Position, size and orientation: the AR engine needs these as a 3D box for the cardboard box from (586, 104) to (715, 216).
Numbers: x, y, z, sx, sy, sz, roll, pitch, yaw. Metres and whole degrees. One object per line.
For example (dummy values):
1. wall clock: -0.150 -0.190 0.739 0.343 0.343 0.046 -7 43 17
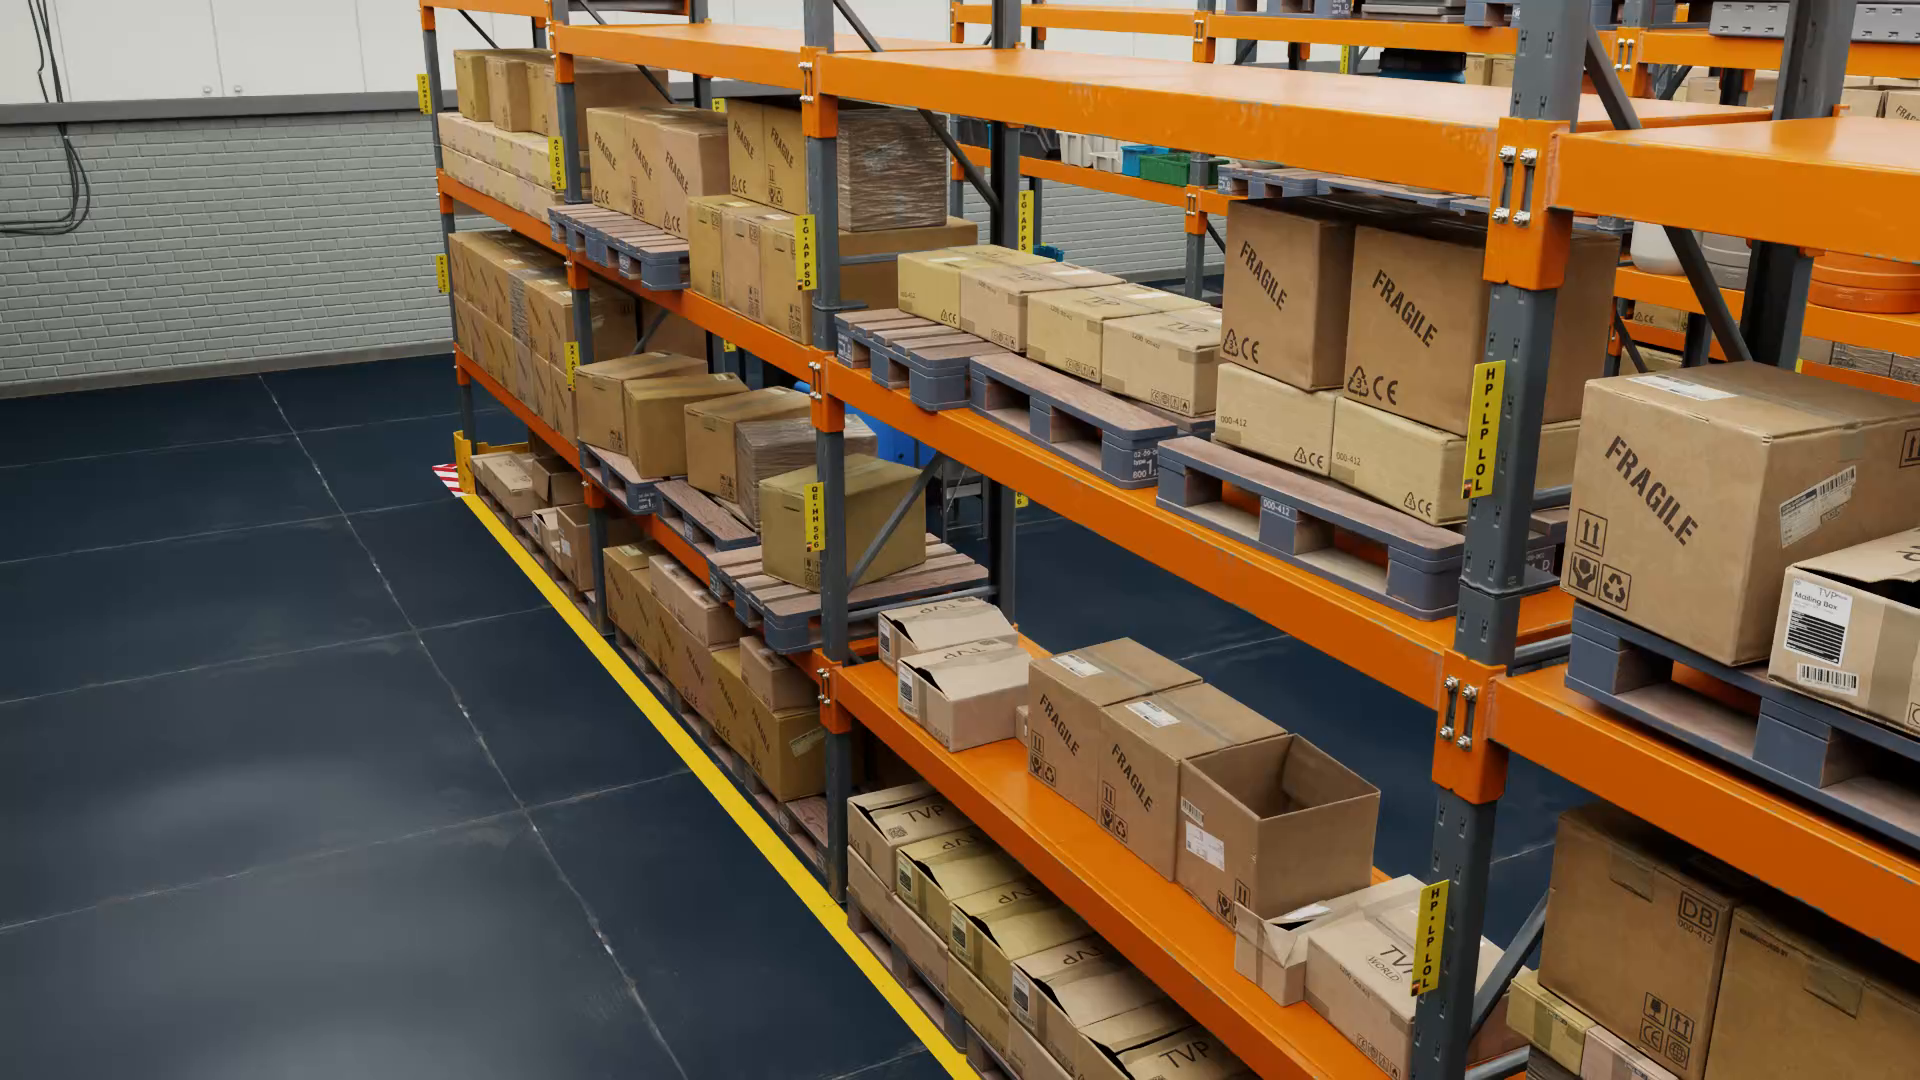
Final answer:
1. cardboard box: -1.920 -2.385 10.395 0.600 0.600 0.600 -12 23 -32

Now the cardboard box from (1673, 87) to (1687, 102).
1. cardboard box: 9.128 -5.429 20.398 0.500 0.250 0.500 -9 21 -25

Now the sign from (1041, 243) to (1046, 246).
1. sign: 0.844 -2.911 17.220 0.100 0.325 0.005 -10 21 -27

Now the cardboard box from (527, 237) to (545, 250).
1. cardboard box: -3.300 -2.268 13.919 0.500 0.500 0.500 -9 21 -25

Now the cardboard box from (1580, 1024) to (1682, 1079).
1. cardboard box: 1.781 1.292 4.141 0.380 0.149 0.250 -10 21 -26

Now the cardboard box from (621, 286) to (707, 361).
1. cardboard box: -2.070 -1.529 11.777 0.500 0.500 0.500 -9 21 -25

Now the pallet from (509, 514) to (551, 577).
1. pallet: -3.003 -0.059 13.481 1.003 0.211 1.213 -10 21 -27

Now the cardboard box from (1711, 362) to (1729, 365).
1. cardboard box: 7.372 -1.120 14.893 1.225 0.875 0.875 -11 22 -29

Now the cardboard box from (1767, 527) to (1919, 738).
1. cardboard box: 1.968 0.167 3.230 0.500 0.311 0.500 -11 22 -30

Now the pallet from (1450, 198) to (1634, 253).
1. pallet: 3.889 -2.011 10.552 1.003 0.211 1.213 -10 21 -27

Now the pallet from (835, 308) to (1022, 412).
1. pallet: 0.206 -0.829 7.127 1.213 0.211 1.003 -9 21 -24

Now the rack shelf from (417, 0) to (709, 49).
1. rack shelf: -3.044 -3.898 12.241 1.077 0.370 4.000 -10 21 -27

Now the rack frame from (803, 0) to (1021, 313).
1. rack frame: -0.195 -2.517 7.131 1.000 3.000 0.127 -10 21 -27

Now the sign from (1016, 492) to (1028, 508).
1. sign: 0.292 -0.316 8.173 0.100 0.325 0.005 -10 21 -27

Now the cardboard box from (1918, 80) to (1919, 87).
1. cardboard box: 10.596 -4.779 17.747 0.500 0.250 0.500 -11 22 -29

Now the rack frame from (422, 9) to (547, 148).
1. rack frame: -3.994 -4.814 13.787 1.000 3.000 0.127 -10 21 -27

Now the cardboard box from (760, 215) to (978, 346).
1. cardboard box: -0.431 -1.267 7.952 0.910 0.500 0.500 -10 21 -27

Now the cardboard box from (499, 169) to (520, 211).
1. cardboard box: -3.032 -2.563 12.091 0.500 0.250 0.500 -10 21 -27

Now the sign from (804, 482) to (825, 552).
1. sign: -0.668 -0.105 7.683 0.100 0.325 0.005 -10 21 -27

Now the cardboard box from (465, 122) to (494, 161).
1. cardboard box: -3.504 -3.087 12.843 0.500 0.250 0.500 -10 21 -27

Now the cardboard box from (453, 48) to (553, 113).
1. cardboard box: -3.735 -3.771 13.677 0.700 0.500 0.500 -10 21 -27

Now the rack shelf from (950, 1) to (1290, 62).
1. rack shelf: 1.317 -4.477 14.526 1.077 0.370 4.000 -10 21 -27

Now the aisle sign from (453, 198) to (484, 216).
1. aisle sign: -4.284 -3.181 14.266 0.394 0.787 0.004 -10 21 -27

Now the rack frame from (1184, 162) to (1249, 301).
1. rack frame: 2.267 -1.596 13.658 1.000 3.000 0.127 -10 21 -27

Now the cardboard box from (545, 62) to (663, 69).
1. cardboard box: -2.471 -3.067 11.636 0.700 0.500 0.500 -10 21 -27

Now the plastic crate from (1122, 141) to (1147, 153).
1. plastic crate: 1.567 -3.483 14.932 0.437 0.136 0.530 -10 21 -27

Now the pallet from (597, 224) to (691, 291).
1. pallet: -1.351 -1.664 9.544 1.213 0.211 1.003 -10 21 -27

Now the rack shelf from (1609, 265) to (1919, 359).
1. rack shelf: 5.116 -0.951 8.295 1.077 0.370 4.000 -10 21 -27

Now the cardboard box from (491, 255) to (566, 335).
1. cardboard box: -3.285 -1.891 12.826 0.500 0.500 0.500 -10 22 -27

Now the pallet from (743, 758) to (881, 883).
1. pallet: -0.516 1.416 9.203 1.003 0.211 1.213 -10 21 -27

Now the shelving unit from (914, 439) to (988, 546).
1. shelving unit: -0.079 -1.040 13.427 0.431 2.100 0.503 -10 21 -27

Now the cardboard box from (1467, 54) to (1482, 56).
1. cardboard box: 5.182 -4.901 17.688 0.700 0.500 0.500 -11 22 -29

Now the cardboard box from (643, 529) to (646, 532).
1. cardboard box: -2.523 -0.099 12.990 0.380 0.166 0.250 -10 21 -27

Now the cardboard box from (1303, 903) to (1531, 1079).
1. cardboard box: 1.433 1.403 5.197 0.500 0.250 0.500 -9 21 -23

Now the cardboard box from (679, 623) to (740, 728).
1. cardboard box: -1.345 0.762 9.983 0.500 0.500 0.500 -11 22 -29

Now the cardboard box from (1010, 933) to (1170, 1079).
1. cardboard box: 0.537 1.794 6.545 0.500 0.311 0.500 -10 22 -27

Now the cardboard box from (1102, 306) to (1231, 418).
1. cardboard box: 0.851 -0.637 5.867 0.500 0.250 0.500 -12 22 -31

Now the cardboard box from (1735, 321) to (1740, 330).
1. cardboard box: 7.101 -1.952 14.536 0.500 0.500 0.500 -11 22 -28

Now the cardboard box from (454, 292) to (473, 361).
1. cardboard box: -4.015 -1.857 14.262 0.500 0.500 0.500 -9 21 -26

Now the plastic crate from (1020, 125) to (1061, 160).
1. plastic crate: 0.851 -3.652 15.112 0.504 0.338 0.767 -10 21 -27

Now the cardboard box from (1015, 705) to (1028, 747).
1. cardboard box: 0.461 0.795 7.115 0.380 0.149 0.250 -8 21 -23

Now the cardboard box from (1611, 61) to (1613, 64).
1. cardboard box: 6.185 -4.700 15.954 0.500 0.250 0.500 -12 22 -30

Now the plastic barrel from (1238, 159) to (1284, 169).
1. plastic barrel: 2.296 -3.087 12.528 0.433 0.535 0.433 0 19 0

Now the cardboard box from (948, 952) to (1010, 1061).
1. cardboard box: 0.287 1.908 7.075 0.500 0.250 0.500 -11 22 -28

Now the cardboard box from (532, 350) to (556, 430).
1. cardboard box: -2.803 -1.129 12.150 0.500 0.500 0.500 -9 21 -25

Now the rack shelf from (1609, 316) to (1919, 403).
1. rack shelf: 7.576 -1.449 14.335 1.077 0.370 4.000 -10 21 -27

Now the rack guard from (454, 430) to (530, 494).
1. rack guard: -3.957 -0.775 15.110 1.175 0.500 0.348 -10 21 -27

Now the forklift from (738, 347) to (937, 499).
1. forklift: -1.414 -2.017 14.983 1.130 2.935 3.031 -13 23 -33

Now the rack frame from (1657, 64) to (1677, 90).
1. rack frame: 9.139 -7.087 20.373 1.000 3.000 0.127 -10 21 -27

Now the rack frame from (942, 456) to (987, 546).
1. rack frame: 0.037 -0.970 13.224 0.400 2.100 0.015 -10 21 -27

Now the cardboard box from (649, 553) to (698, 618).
1. cardboard box: -1.604 0.253 10.308 0.500 0.250 0.500 -10 21 -27

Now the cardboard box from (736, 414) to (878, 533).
1. cardboard box: -0.859 -0.383 9.345 0.700 0.500 0.500 -6 20 -16

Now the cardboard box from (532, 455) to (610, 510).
1. cardboard box: -2.991 -0.396 13.334 0.797 0.503 0.637 -10 21 -27
